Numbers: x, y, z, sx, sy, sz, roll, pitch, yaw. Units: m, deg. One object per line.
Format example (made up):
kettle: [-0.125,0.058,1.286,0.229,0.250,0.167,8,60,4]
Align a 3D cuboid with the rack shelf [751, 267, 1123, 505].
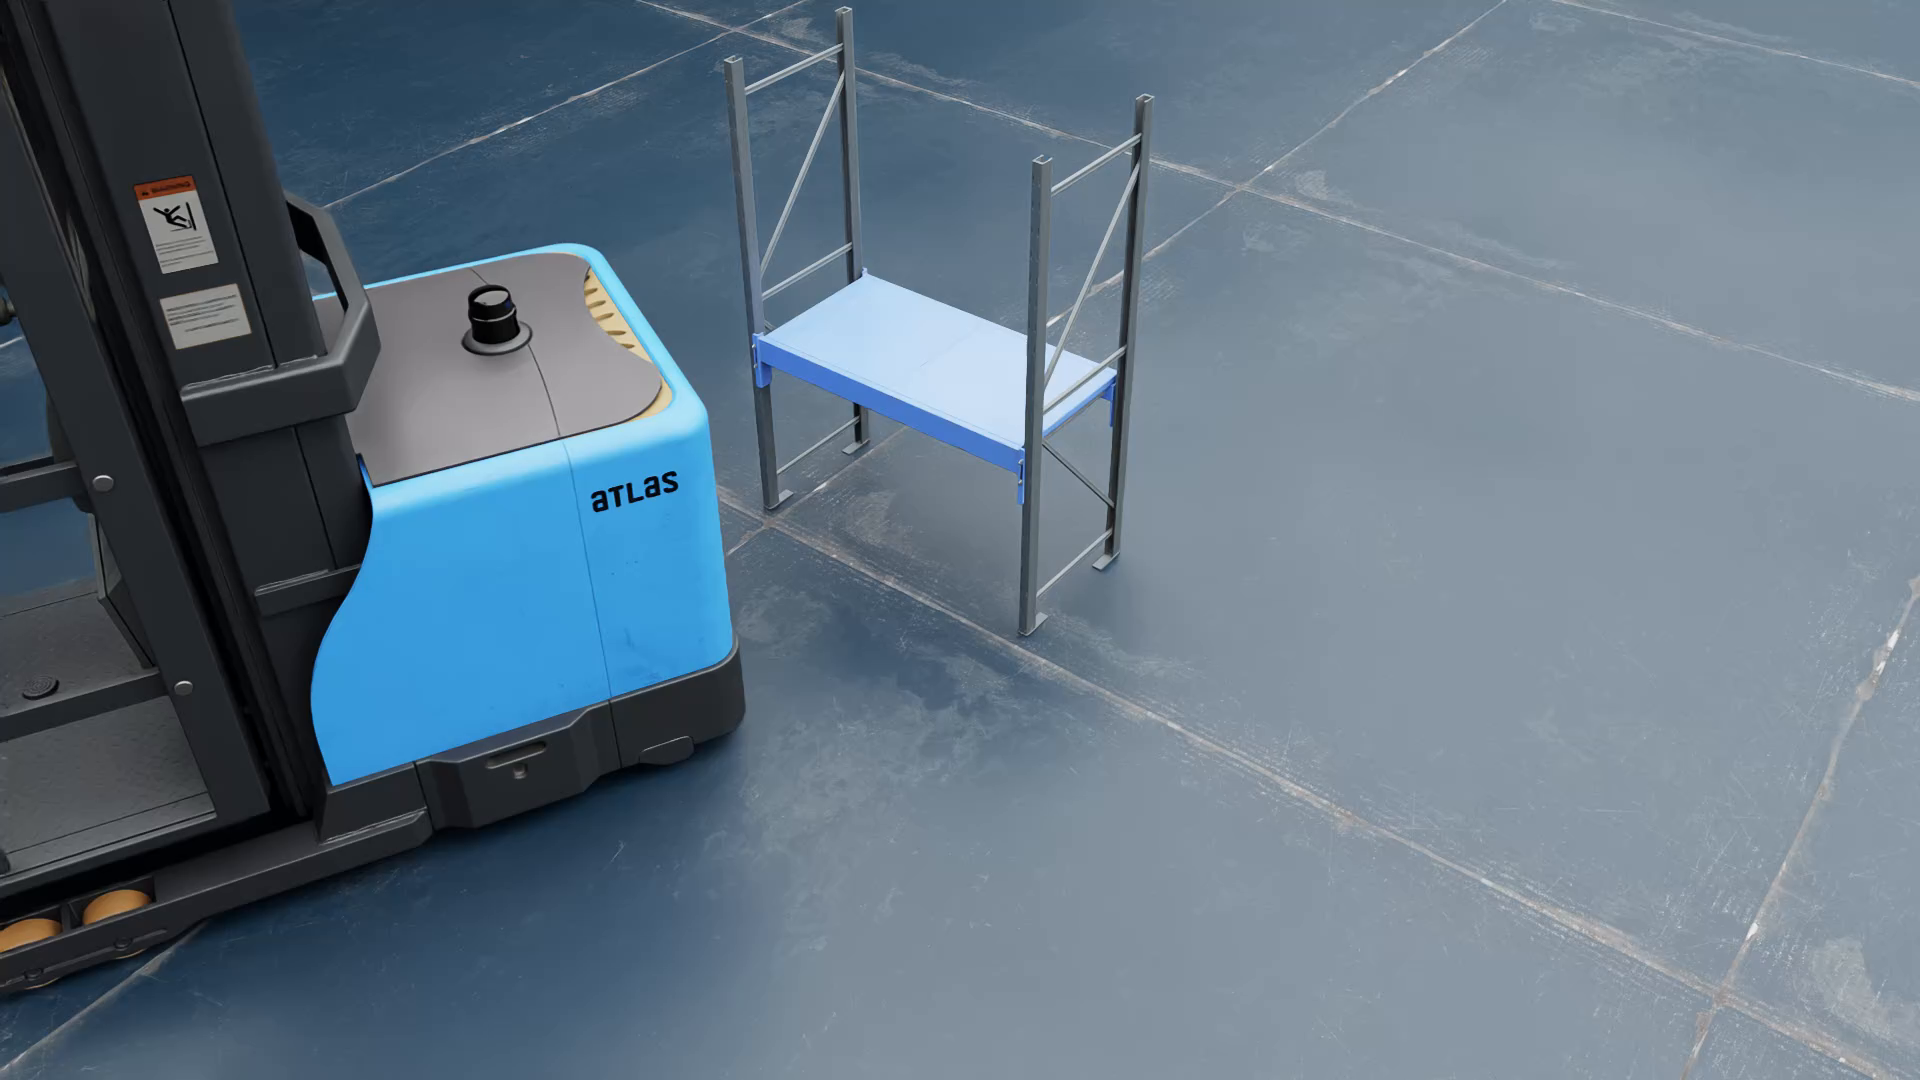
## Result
rack shelf: [-0.068,-0.481,4.939,1.000,0.185,0.538,25,45,29]

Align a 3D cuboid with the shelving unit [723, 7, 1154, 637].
shelving unit: [-0.068,-0.622,4.828,1.048,1.500,0.538,25,45,29]

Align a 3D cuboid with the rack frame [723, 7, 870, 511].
rack frame: [-0.472,-0.813,5.072,0.032,1.500,0.500,25,45,29]

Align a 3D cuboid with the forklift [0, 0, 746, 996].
forklift: [-2.139,-0.476,3.480,3.031,2.935,1.130,-17,41,-20]

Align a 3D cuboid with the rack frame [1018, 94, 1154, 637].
rack frame: [0.336,-0.432,4.585,0.032,1.500,0.500,25,45,29]
